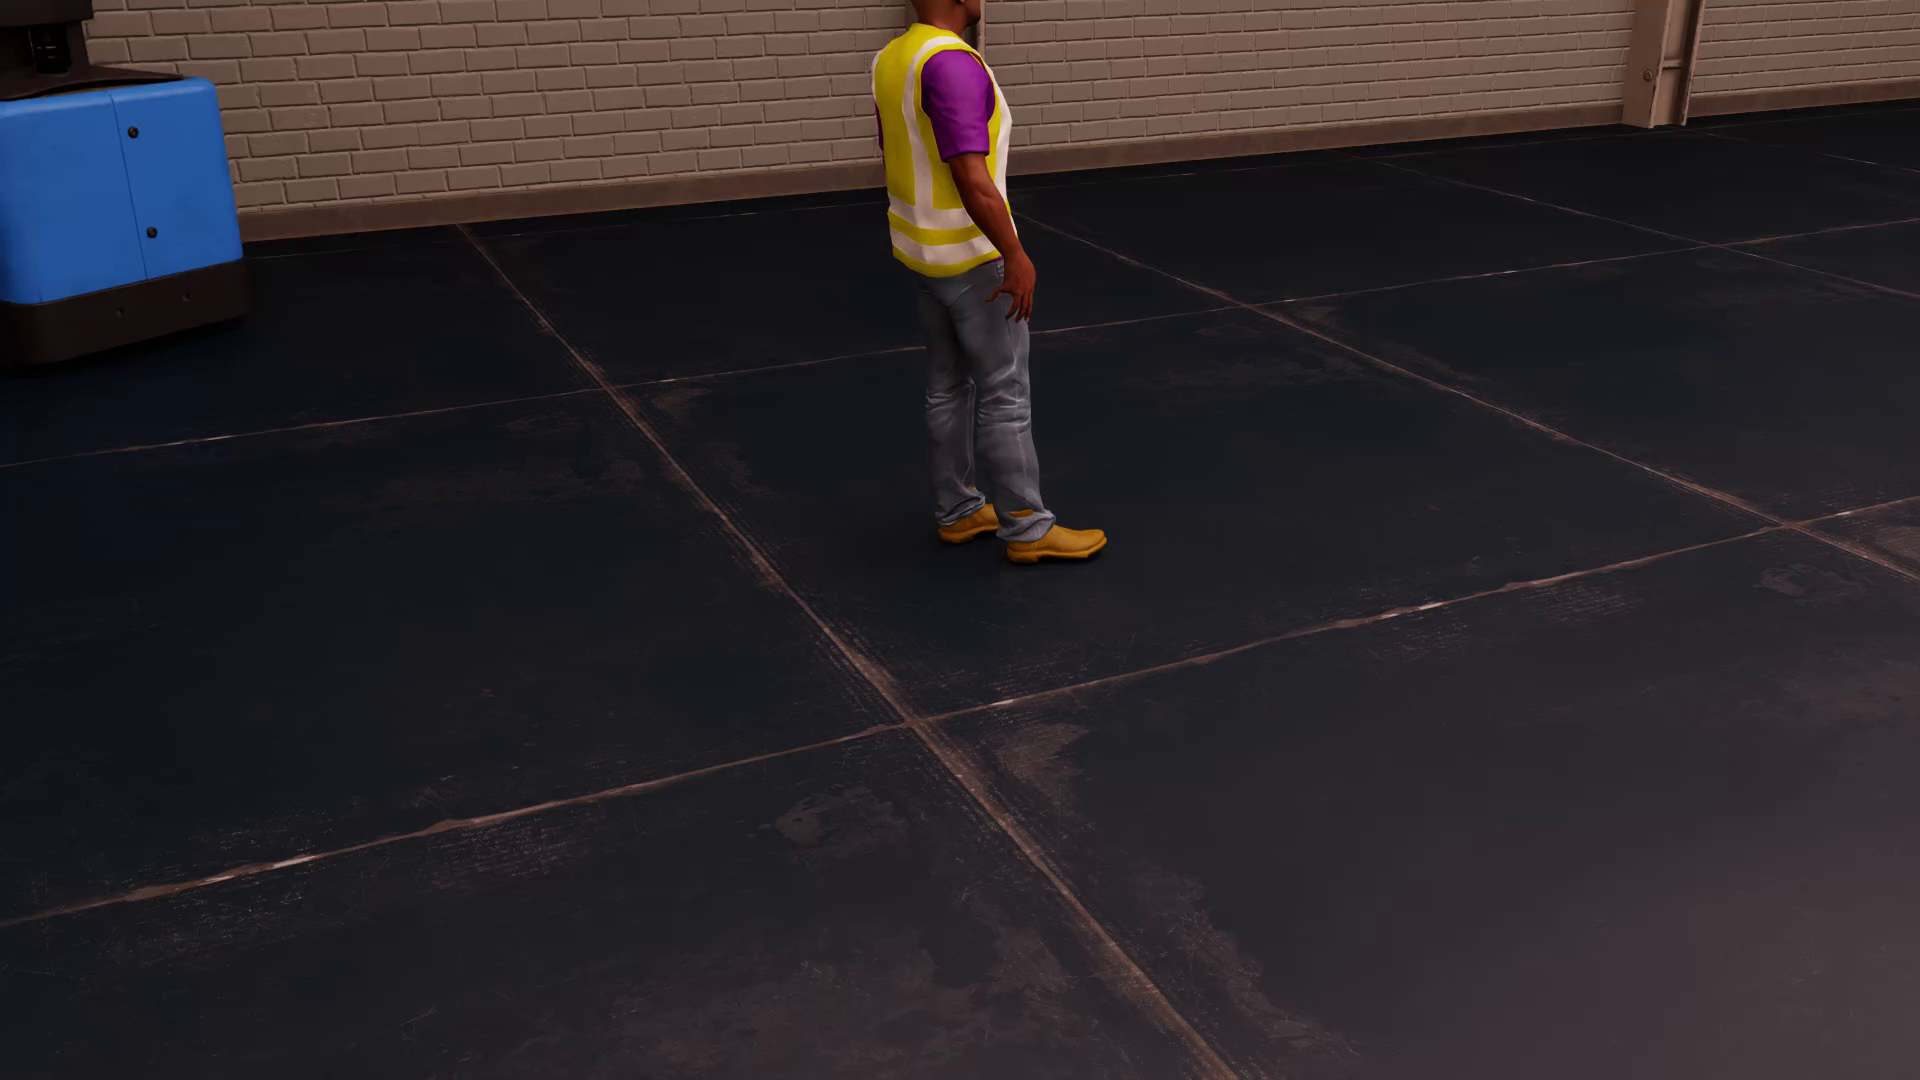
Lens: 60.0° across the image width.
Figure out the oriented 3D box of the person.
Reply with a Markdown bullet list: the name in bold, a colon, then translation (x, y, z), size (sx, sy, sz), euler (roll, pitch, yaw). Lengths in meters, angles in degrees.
- **person**: translation (0.066, -0.832, 4.788), size (0.575, 1.768, 0.665), euler (-10, 25, -23)

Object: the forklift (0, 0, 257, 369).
- **forklift**: translation (-4.637, -2.449, 7.181), size (3.031, 2.935, 1.130), euler (14, 26, 29)
